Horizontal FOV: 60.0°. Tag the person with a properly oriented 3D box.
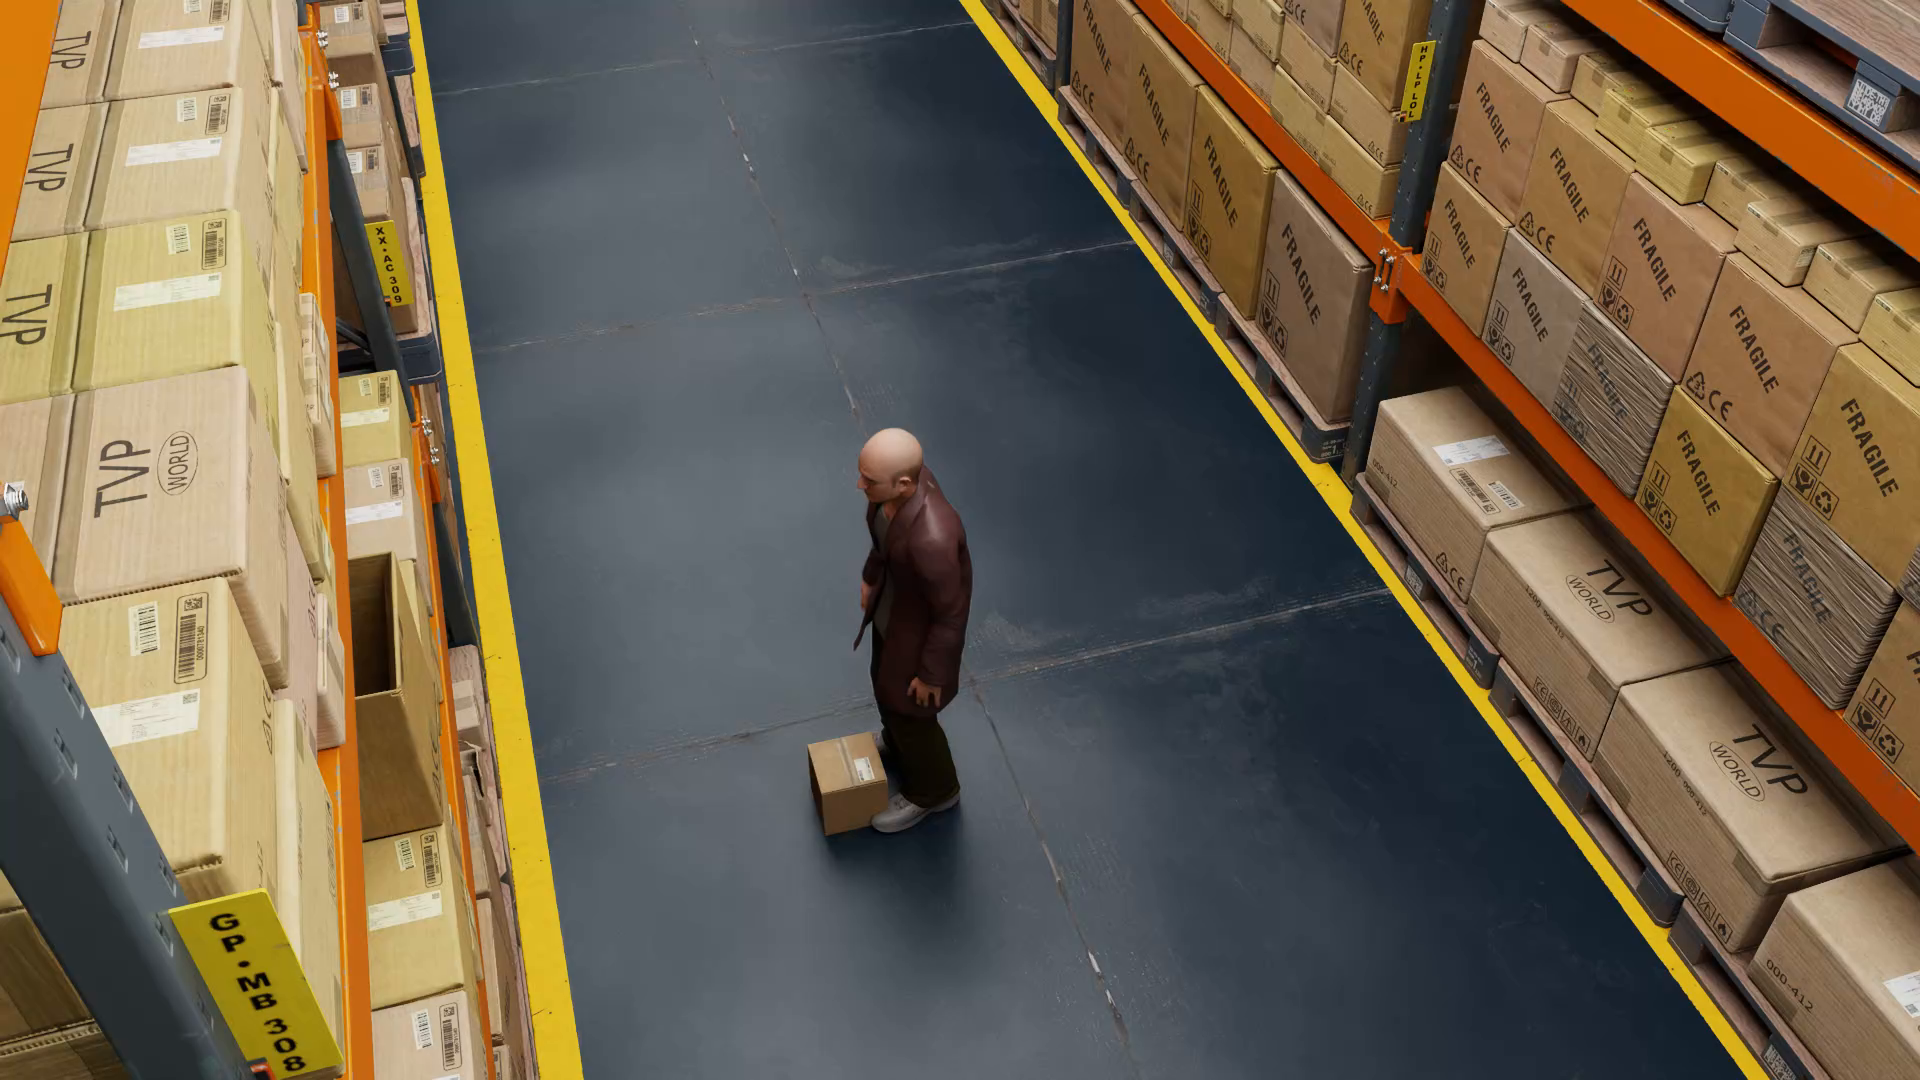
[{"bbox_3d":[-0.182,0.306,5.828,0.425,1.773,0.652,-14,44,-15],"label":"person"}]
